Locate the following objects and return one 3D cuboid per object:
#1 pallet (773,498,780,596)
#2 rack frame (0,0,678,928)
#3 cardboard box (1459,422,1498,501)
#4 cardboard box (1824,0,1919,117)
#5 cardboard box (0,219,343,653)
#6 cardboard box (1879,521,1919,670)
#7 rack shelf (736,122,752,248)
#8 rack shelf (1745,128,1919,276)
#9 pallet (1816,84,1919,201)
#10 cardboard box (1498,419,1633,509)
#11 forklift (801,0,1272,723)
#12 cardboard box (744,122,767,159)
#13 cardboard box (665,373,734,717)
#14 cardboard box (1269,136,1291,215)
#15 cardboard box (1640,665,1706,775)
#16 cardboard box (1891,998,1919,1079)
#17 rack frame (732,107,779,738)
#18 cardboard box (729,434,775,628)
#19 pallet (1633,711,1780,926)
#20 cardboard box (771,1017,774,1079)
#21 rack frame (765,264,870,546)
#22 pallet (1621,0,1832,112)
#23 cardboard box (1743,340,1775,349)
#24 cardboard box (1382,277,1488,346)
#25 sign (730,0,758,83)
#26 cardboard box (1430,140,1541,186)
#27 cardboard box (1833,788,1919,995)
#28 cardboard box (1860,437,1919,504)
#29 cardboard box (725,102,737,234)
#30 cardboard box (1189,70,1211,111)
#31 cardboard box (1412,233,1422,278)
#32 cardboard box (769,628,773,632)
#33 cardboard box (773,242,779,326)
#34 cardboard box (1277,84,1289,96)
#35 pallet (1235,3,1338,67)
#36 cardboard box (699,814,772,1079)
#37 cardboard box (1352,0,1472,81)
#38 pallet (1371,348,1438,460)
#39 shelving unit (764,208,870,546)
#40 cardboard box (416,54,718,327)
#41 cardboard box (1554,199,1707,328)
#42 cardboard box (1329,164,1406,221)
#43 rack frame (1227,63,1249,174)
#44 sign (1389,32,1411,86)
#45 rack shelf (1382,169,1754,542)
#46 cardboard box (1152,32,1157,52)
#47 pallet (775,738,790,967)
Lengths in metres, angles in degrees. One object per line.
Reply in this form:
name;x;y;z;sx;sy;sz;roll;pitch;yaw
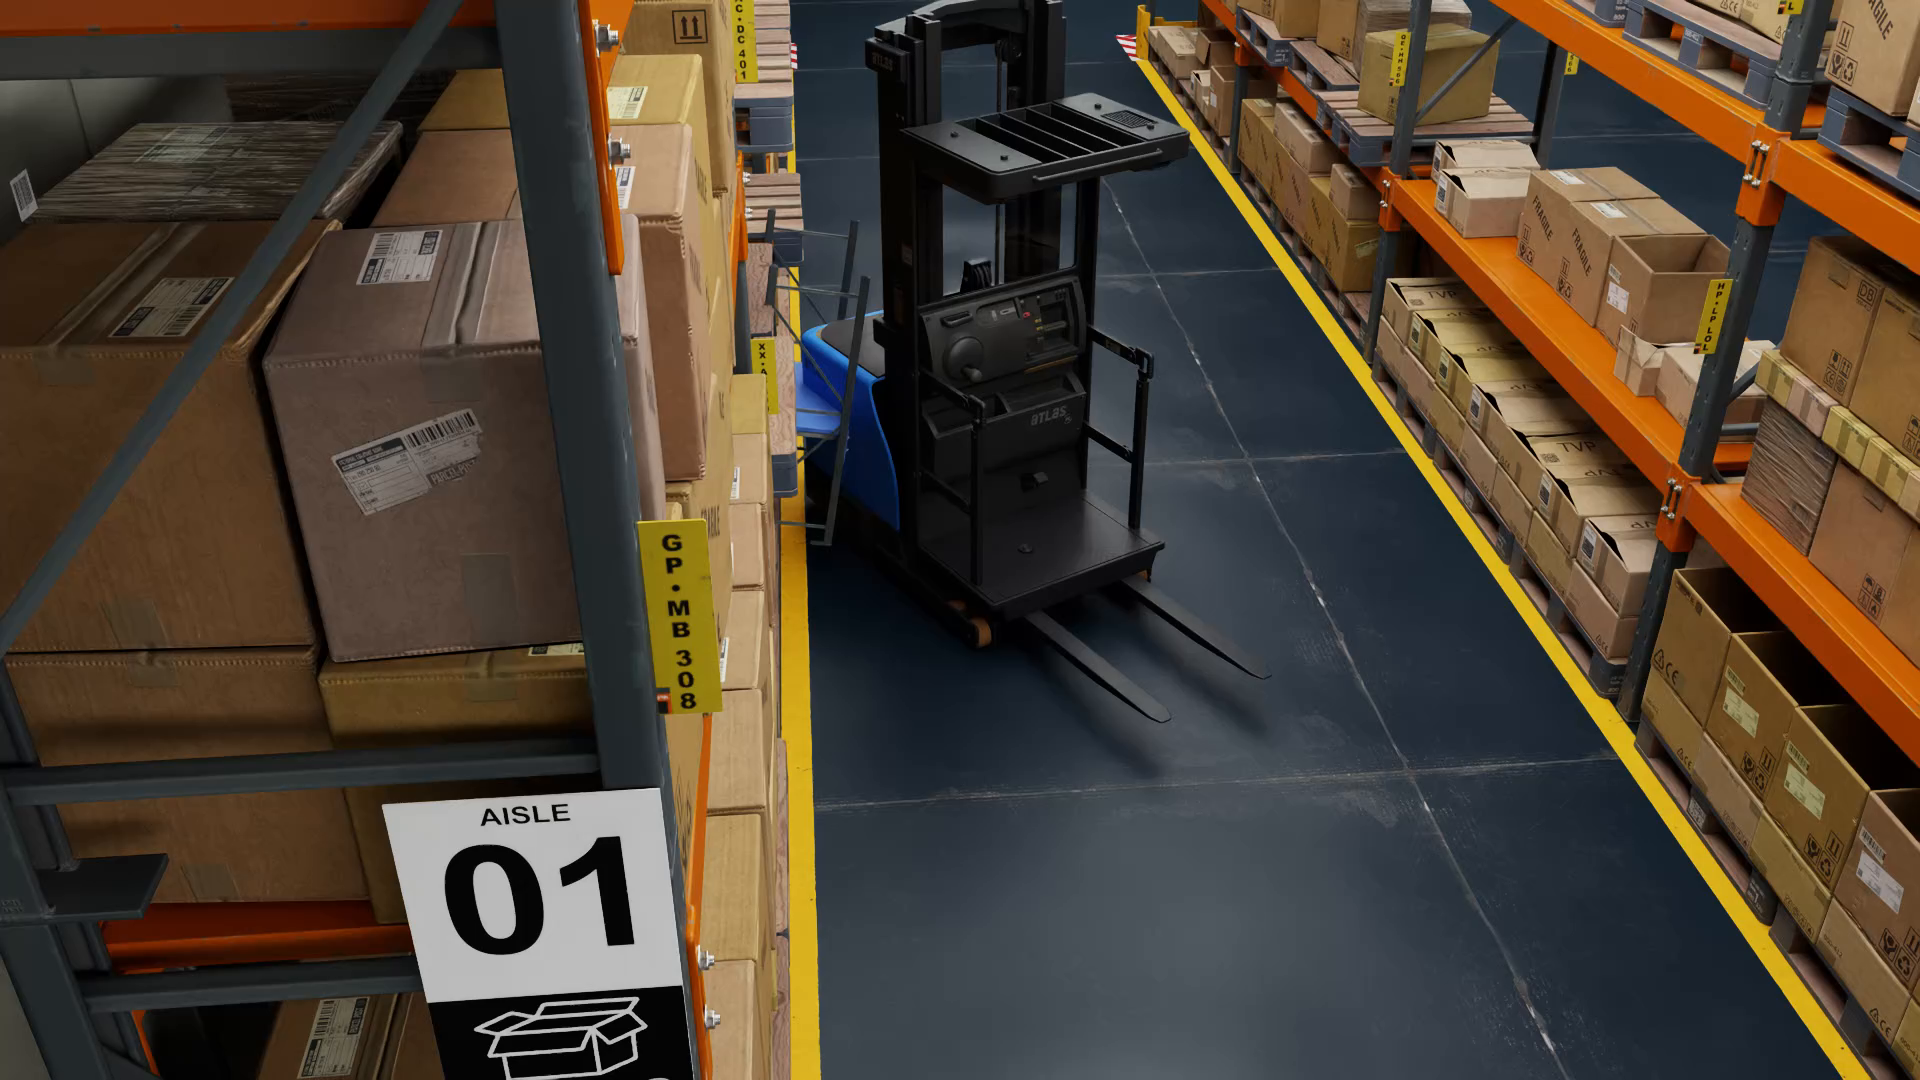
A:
pallet;-1.503;-0.064;9.152;1.003;0.211;1.213;-3;31;-5
rack frame;-0.938;-0.773;1.768;1.000;3.000;0.127;-3;31;-5
cardboard box;3.153;-0.456;9.360;0.500;0.250;0.500;-2;31;-4
cardboard box;3.404;-1.780;5.736;0.500;0.500;0.500;0;31;-1
cardboard box;-1.239;-0.173;2.598;0.500;0.500;0.500;-1;31;-2
cardboard box;3.766;0.230;5.843;0.700;0.500;0.500;-2;31;-4
rack shelf;-1.499;-2.240;7.851;1.077;0.370;4.000;-3;31;-5
rack shelf;3.807;-0.437;4.832;1.077;0.370;4.000;-3;31;-5
pallet;3.725;-1.294;5.653;1.003;0.211;1.213;-3;31;-5
cardboard box;3.197;-0.433;8.774;0.500;0.311;0.500;-3;31;-5
forklift;0.346;-0.990;8.049;1.130;2.935;3.031;-19;36;-28
cardboard box;-1.476;-2.721;10.474;0.500;0.500;0.500;-2;31;-3
cardboard box;-0.735;0.005;3.275;0.500;0.500;0.500;-1;31;-1
cardboard box;2.775;-2.893;13.177;0.500;0.500;0.500;-2;31;-4
cardboard box;3.361;0.773;7.303;0.500;0.250;0.500;-3;31;-5
cardboard box;3.542;1.794;5.593;0.500;0.250;0.500;-3;31;-5
rack frame;-1.312;-0.240;6.726;1.000;3.000;0.127;-3;31;-5
cardboard box;-0.907;-0.025;5.761;0.500;0.500;0.500;-3;31;-5
pallet;3.652;1.126;7.158;1.003;0.211;1.213;-3;31;-5
cardboard box;-0.730;1.330;4.225;0.500;0.250;0.500;-4;31;-6
rack frame;-0.815;-0.663;8.554;0.500;1.500;0.032;6;26;-10
pallet;3.525;-2.134;7.159;0.805;0.209;1.217;-4;31;-7
cardboard box;3.741;-0.833;7.965;0.380;0.149;0.250;-3;31;-5
cardboard box;3.003;-1.480;10.528;0.500;0.311;0.500;-2;31;-3
sign;-0.772;-1.779;5.874;0.100;0.325;0.005;-3;31;-5
cardboard box;3.237;-2.295;10.254;0.500;0.311;0.500;-1;31;-1
cardboard box;3.494;1.217;5.828;0.500;0.500;0.500;-3;31;-5
cardboard box;3.527;-0.260;6.030;0.380;0.149;0.250;-3;31;-5
cardboard box;-1.018;-1.332;5.512;0.500;0.500;0.500;-2;31;-3
cardboard box;2.467;-4.258;15.646;0.500;0.311;0.500;-3;31;-5
cardboard box;3.434;-2.150;11.933;0.500;0.500;0.500;-4;31;-6
cardboard box;-0.927;0.298;5.952;0.500;0.250;0.500;-3;31;-4
cardboard box;-1.624;-1.921;11.228;0.750;0.750;0.750;-3;31;-5
cardboard box;2.958;-4.202;15.693;0.380;0.166;0.250;-3;31;-5
pallet;2.838;-4.068;13.322;1.003;0.211;1.213;-3;31;-5
cardboard box;-0.720;1.026;4.003;0.500;0.500;0.500;-3;31;-4
cardboard box;3.180;-3.536;11.738;0.700;0.500;0.500;3;31;5
pallet;3.284;-0.902;10.554;1.003;0.211;1.213;-3;31;-5
shelving unit;-0.870;-0.892;9.005;0.538;1.500;1.048;6;26;-10
cardboard box;-0.788;-0.694;3.469;0.500;0.500;0.500;-2;31;-3
cardboard box;3.468;-1.439;8.637;0.500;0.500;0.500;-3;31;-5
cardboard box;2.916;-2.453;11.710;0.500;0.250;0.500;-2;31;-3
rack frame;2.872;-4.563;13.964;1.000;3.000;0.127;-3;31;-5
sign;2.707;-2.953;10.217;0.100;0.325;0.005;-3;31;-5
rack shelf;3.433;-1.191;9.020;1.077;0.370;4.000;-3;31;-5
cardboard box;2.219;-5.220;17.398;0.380;0.166;0.250;-3;31;-5
pallet;-1.214;1.299;6.870;1.003;0.211;1.213;-3;31;-5
